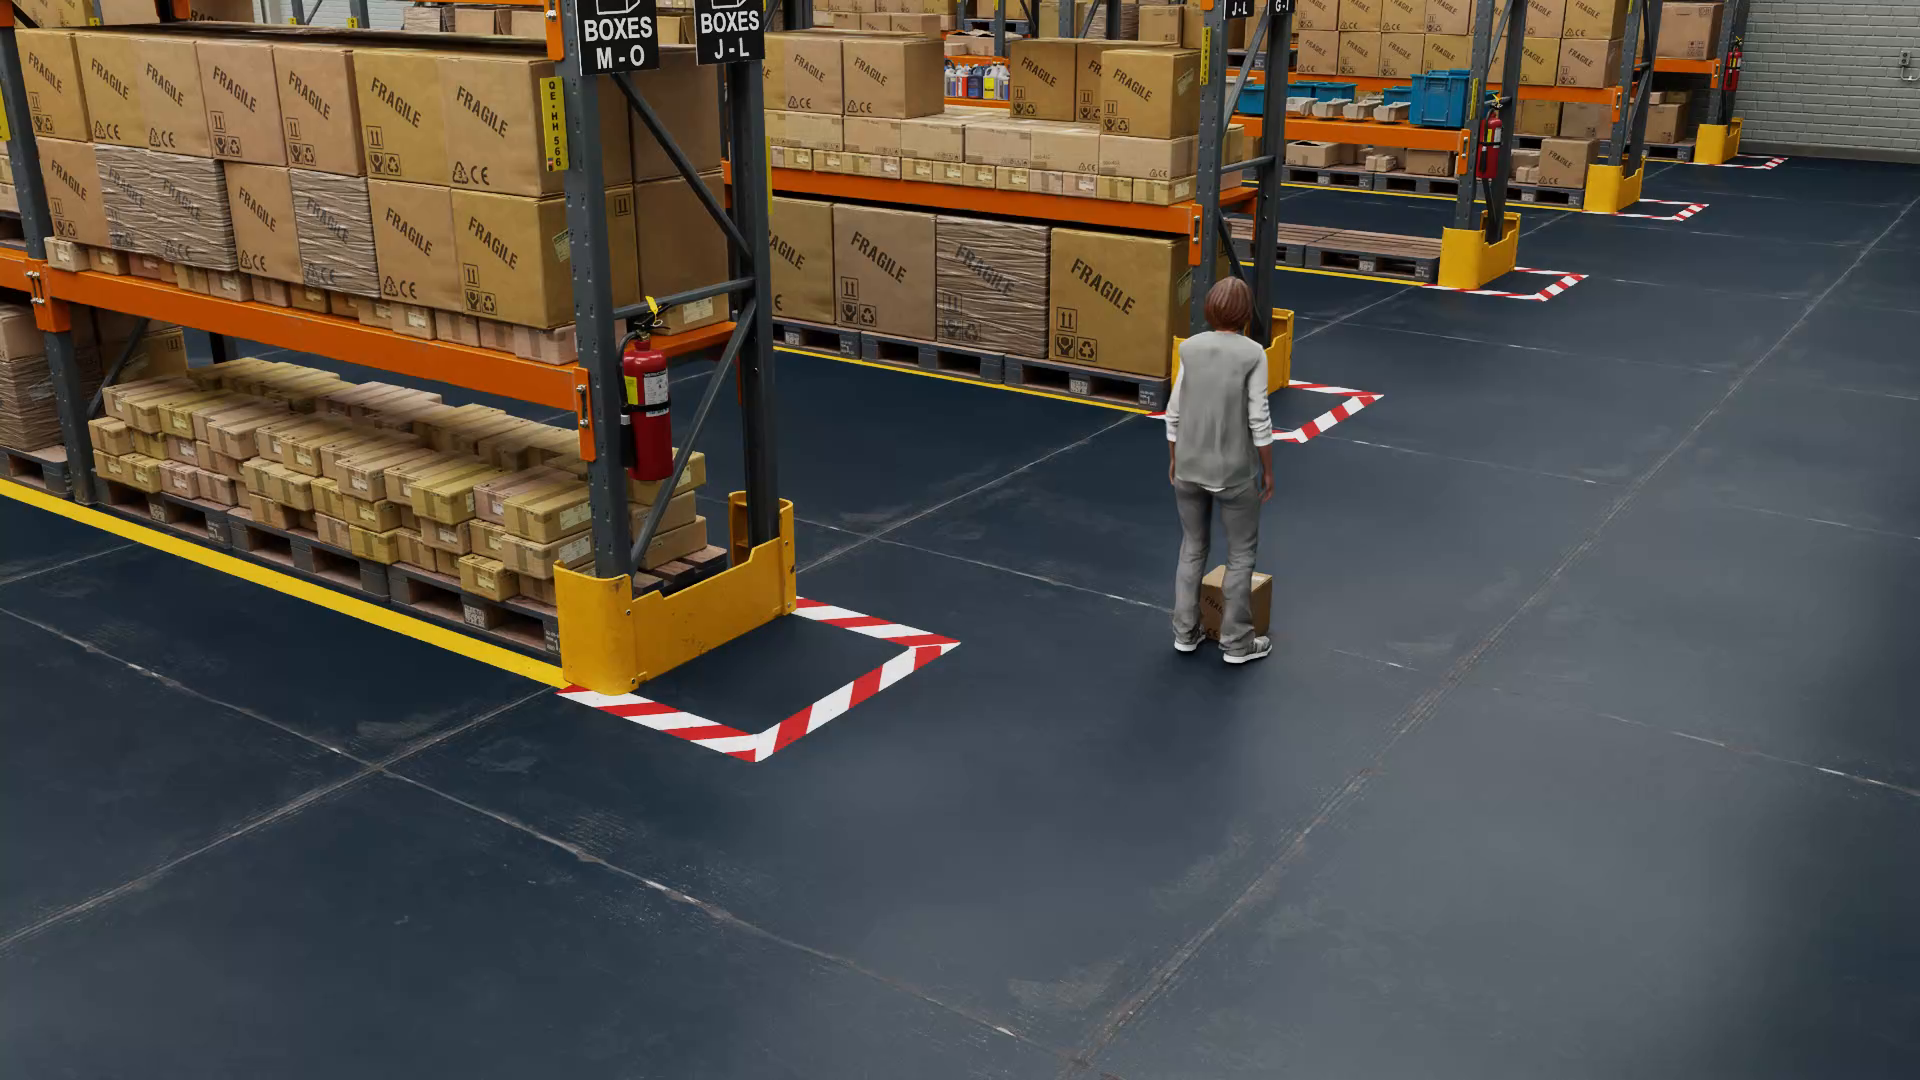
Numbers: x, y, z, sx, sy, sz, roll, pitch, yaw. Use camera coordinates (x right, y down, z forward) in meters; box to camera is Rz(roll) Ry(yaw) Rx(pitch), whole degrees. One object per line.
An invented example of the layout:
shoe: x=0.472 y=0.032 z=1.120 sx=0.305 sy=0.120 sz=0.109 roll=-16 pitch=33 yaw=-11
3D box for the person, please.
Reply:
person: x=1.067 y=-0.275 z=6.843 sx=0.468 sy=1.591 sz=0.350 roll=13 pitch=24 yaw=31
